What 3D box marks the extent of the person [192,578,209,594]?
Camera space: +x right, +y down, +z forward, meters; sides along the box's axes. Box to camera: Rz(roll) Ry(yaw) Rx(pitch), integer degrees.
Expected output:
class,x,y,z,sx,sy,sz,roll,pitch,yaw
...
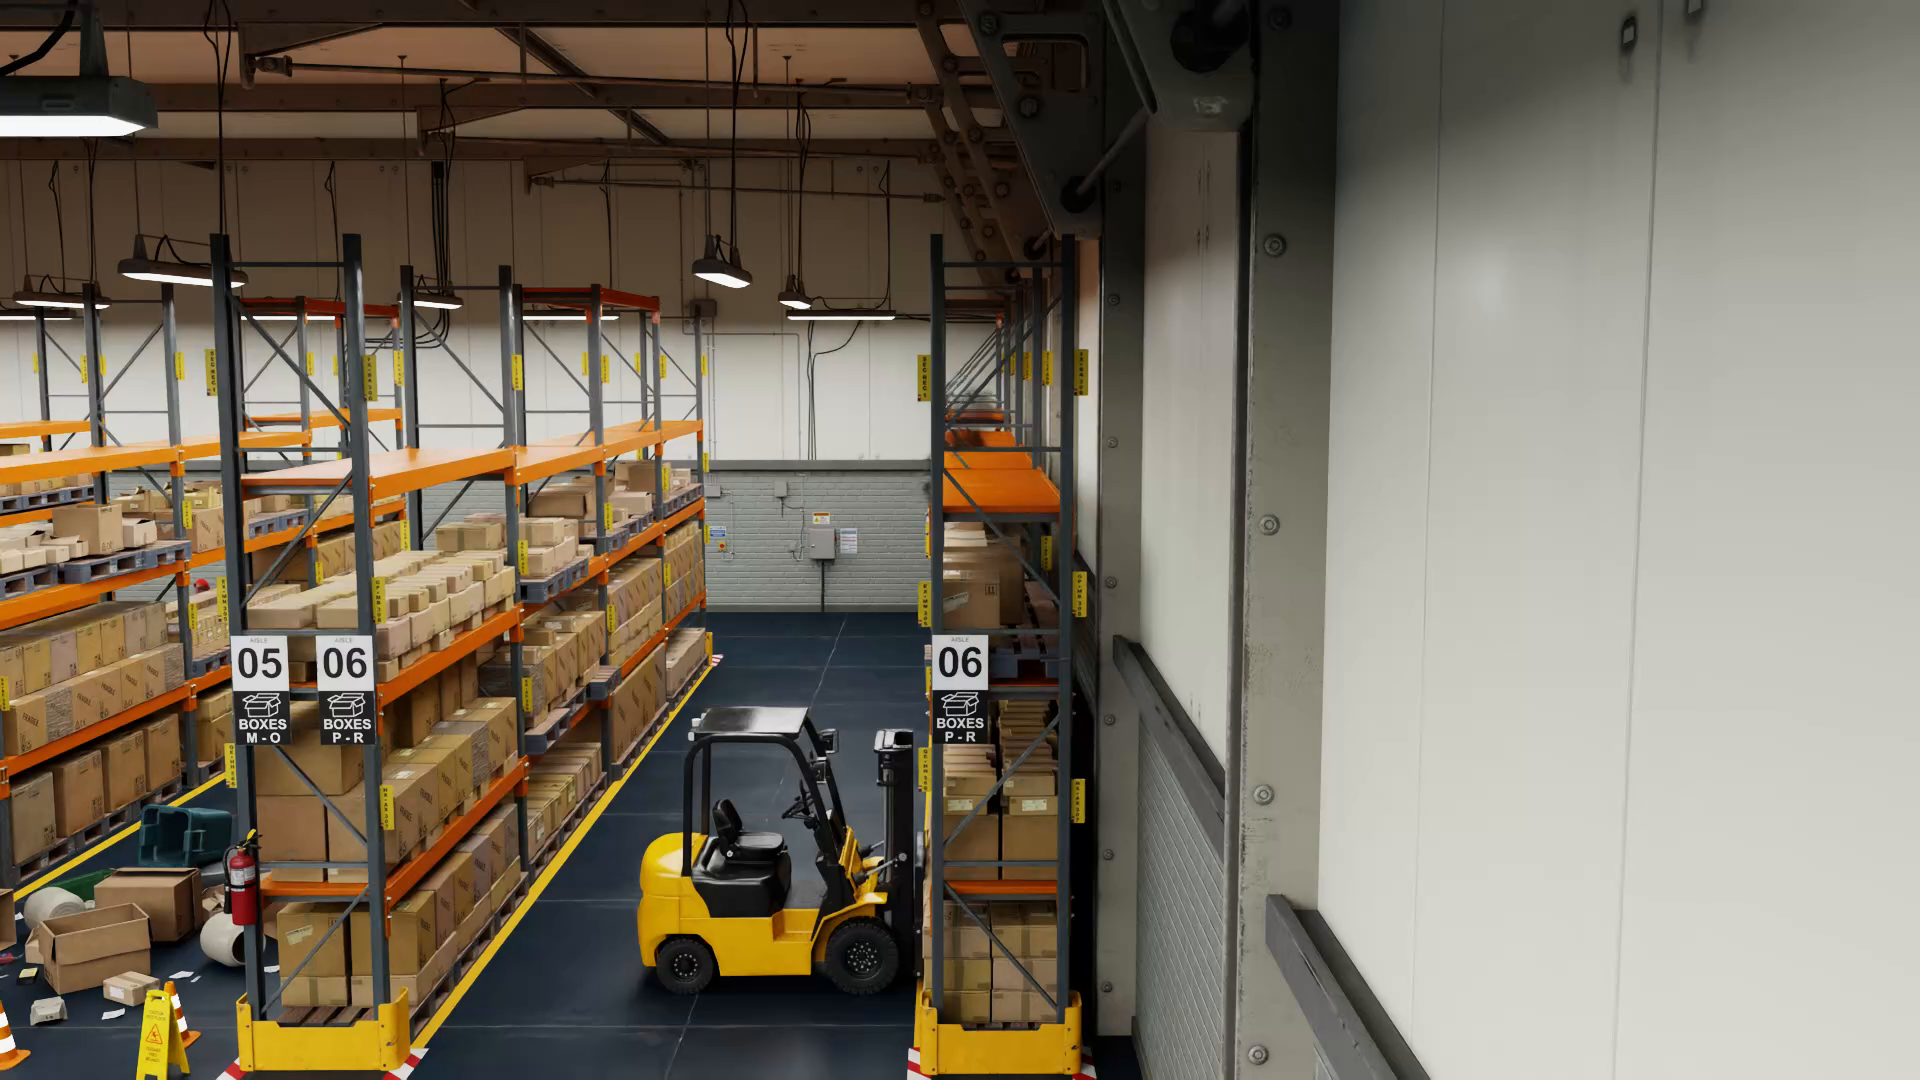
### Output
class,x,y,z,sx,sy,sz,roll,pitch,yaw
person,-11.535,1.491,25.269,0.648,1.823,0.743,0,6,-2
